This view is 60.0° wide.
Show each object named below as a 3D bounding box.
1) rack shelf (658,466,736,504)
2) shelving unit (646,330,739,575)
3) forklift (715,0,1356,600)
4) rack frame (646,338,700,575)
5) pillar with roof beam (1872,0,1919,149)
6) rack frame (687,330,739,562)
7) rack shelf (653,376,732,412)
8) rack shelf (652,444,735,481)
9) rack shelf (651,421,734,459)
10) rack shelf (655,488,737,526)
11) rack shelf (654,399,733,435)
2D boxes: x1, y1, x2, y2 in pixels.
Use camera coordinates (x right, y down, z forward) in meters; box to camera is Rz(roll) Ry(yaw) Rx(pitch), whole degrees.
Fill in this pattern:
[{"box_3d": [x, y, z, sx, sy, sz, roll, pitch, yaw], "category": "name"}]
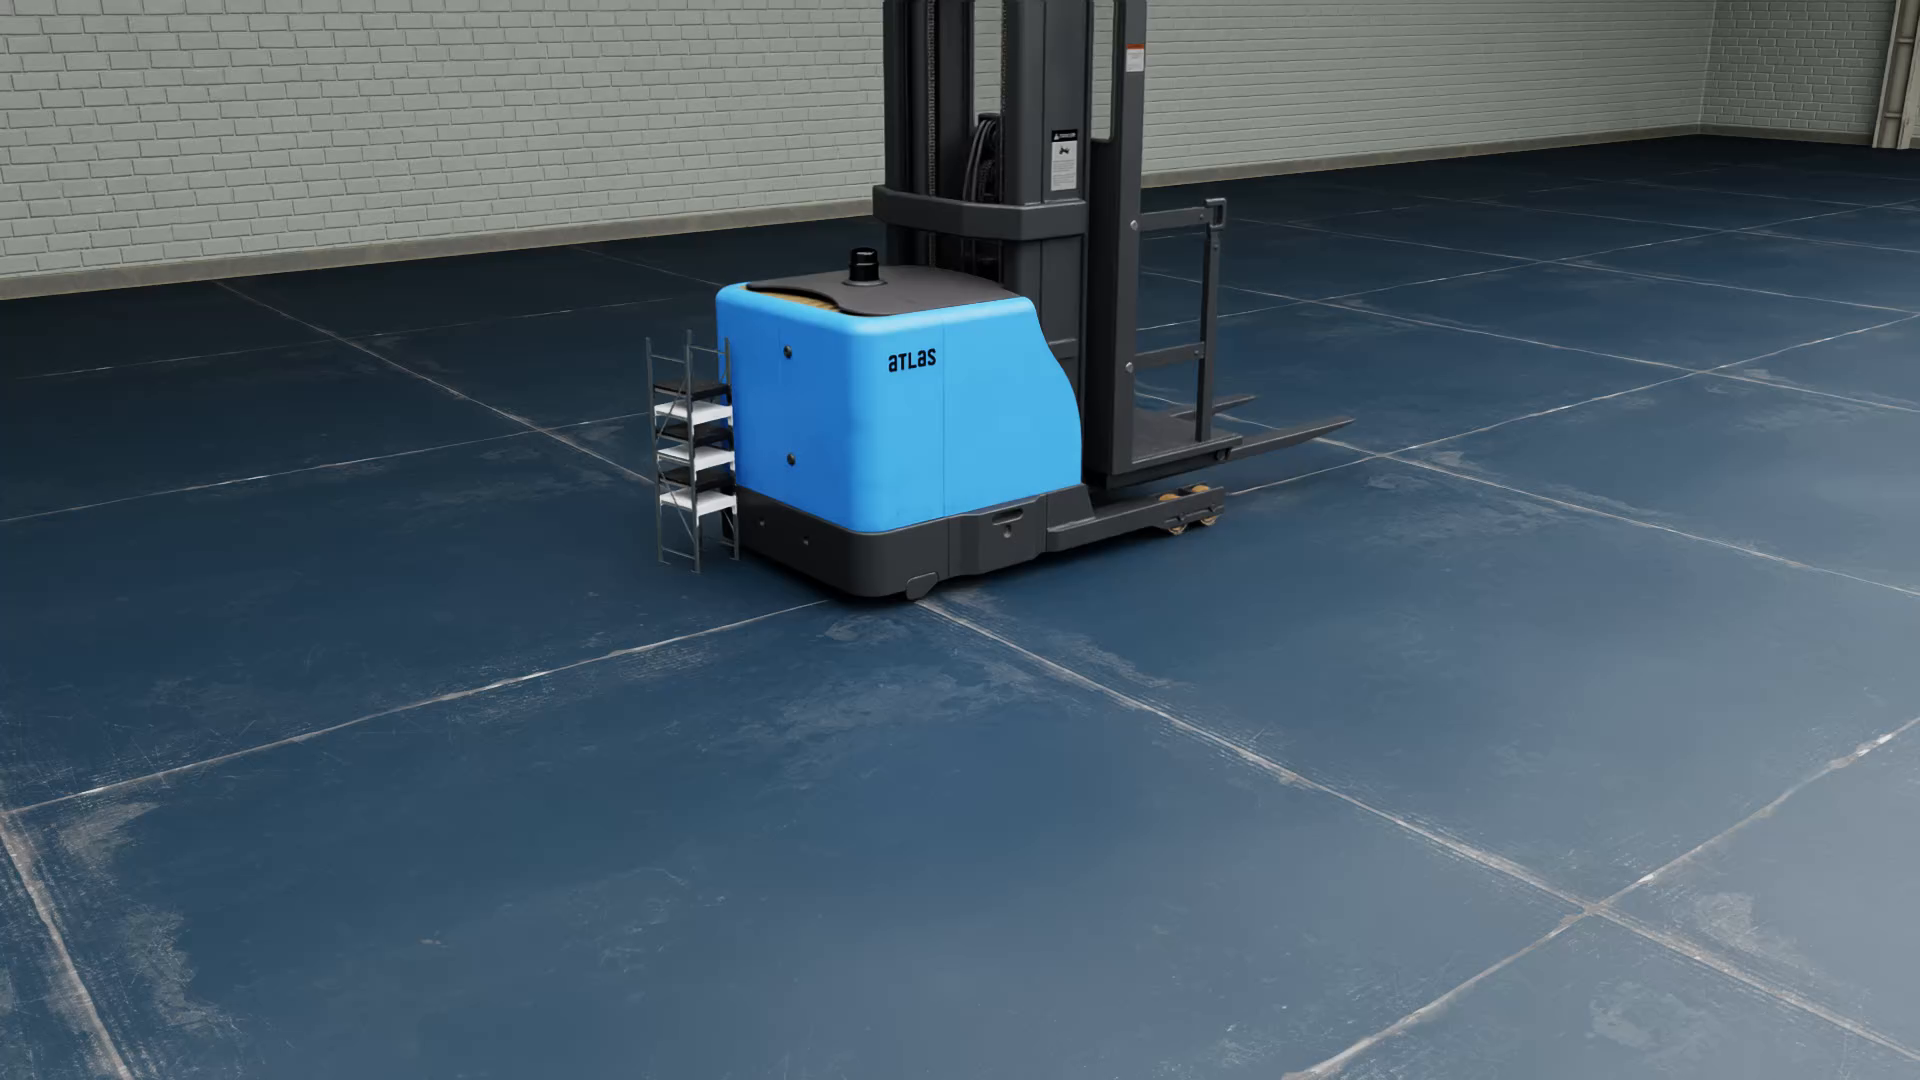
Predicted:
[{"box_3d": [-1.036, -0.224, 6.499, 0.258, 0.077, 0.200, 15, 24, 38], "category": "rack shelf"}, {"box_3d": [-1.036, -0.341, 6.460, 0.258, 0.900, 0.210, 15, 24, 38], "category": "shelving unit"}, {"box_3d": [0.500, -1.532, 6.825, 3.031, 2.935, 1.130, -15, 23, -37], "category": "forklift"}, {"box_3d": [-1.102, -0.317, 6.387, 0.240, 0.900, 0.006, 15, 24, 38], "category": "rack frame"}, {"box_3d": [9.989, -9.066, 19.925, 9.100, 9.000, 0.400, -14, 23, -36], "category": "pillar with roof beam"}, {"box_3d": [-0.969, -0.365, 6.534, 0.240, 0.900, 0.006, 15, 24, 38], "category": "rack frame"}, {"box_3d": [-1.036, -0.566, 6.386, 0.258, 0.077, 0.200, 15, 24, 38], "category": "rack shelf"}, {"box_3d": [-1.036, -0.309, 6.471, 0.258, 0.077, 0.200, 15, 24, 38], "category": "rack shelf"}, {"box_3d": [-1.036, -0.395, 6.442, 0.258, 0.077, 0.200, 15, 24, 38], "category": "rack shelf"}, {"box_3d": [-1.036, -0.138, 6.527, 0.258, 0.077, 0.200, 15, 24, 38], "category": "rack shelf"}, {"box_3d": [-1.036, -0.480, 6.414, 0.258, 0.077, 0.200, 15, 24, 38], "category": "rack shelf"}]
